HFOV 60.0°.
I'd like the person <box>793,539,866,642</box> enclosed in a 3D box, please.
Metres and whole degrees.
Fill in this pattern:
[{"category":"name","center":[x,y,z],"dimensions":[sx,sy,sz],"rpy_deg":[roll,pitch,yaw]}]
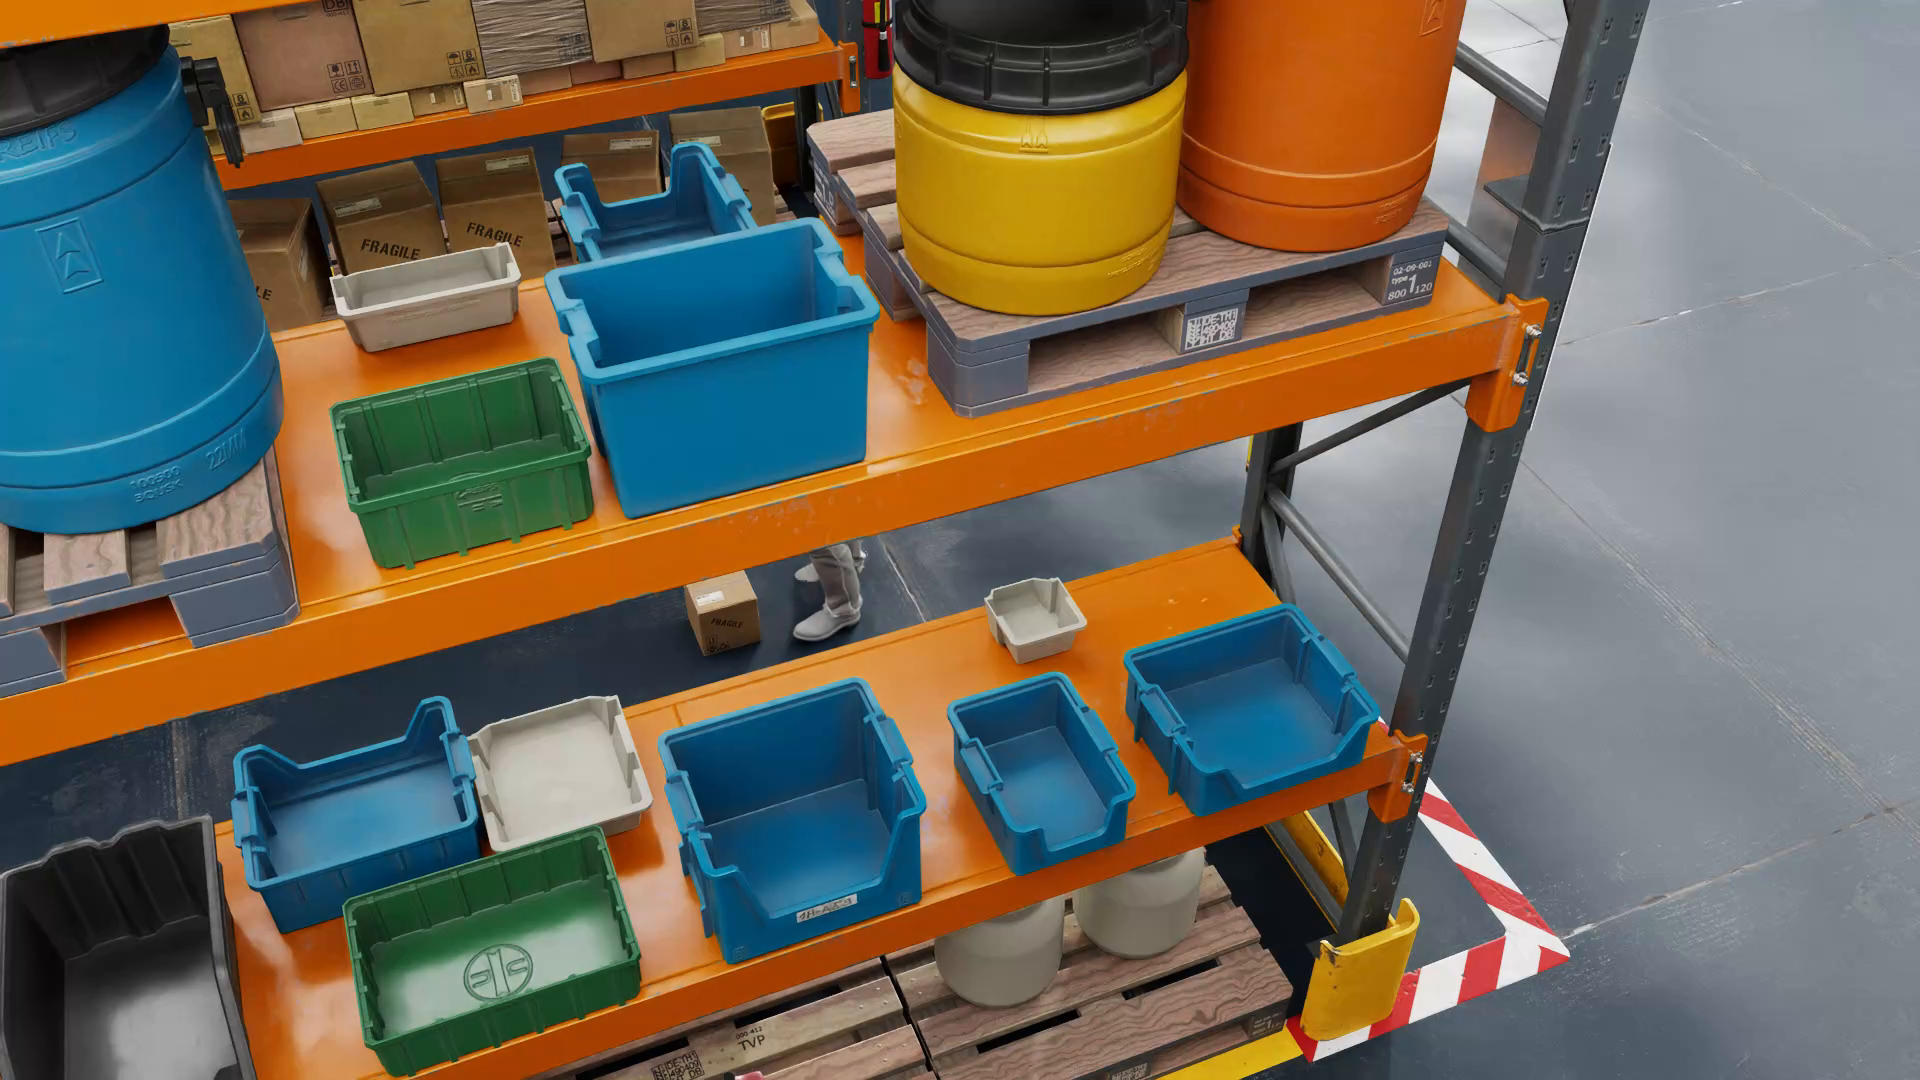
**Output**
[{"category":"person","center":[-0.554,-0.368,6.582],"dimensions":[0.424,1.787,0.567],"rpy_deg":[-15,44,-16]}]
